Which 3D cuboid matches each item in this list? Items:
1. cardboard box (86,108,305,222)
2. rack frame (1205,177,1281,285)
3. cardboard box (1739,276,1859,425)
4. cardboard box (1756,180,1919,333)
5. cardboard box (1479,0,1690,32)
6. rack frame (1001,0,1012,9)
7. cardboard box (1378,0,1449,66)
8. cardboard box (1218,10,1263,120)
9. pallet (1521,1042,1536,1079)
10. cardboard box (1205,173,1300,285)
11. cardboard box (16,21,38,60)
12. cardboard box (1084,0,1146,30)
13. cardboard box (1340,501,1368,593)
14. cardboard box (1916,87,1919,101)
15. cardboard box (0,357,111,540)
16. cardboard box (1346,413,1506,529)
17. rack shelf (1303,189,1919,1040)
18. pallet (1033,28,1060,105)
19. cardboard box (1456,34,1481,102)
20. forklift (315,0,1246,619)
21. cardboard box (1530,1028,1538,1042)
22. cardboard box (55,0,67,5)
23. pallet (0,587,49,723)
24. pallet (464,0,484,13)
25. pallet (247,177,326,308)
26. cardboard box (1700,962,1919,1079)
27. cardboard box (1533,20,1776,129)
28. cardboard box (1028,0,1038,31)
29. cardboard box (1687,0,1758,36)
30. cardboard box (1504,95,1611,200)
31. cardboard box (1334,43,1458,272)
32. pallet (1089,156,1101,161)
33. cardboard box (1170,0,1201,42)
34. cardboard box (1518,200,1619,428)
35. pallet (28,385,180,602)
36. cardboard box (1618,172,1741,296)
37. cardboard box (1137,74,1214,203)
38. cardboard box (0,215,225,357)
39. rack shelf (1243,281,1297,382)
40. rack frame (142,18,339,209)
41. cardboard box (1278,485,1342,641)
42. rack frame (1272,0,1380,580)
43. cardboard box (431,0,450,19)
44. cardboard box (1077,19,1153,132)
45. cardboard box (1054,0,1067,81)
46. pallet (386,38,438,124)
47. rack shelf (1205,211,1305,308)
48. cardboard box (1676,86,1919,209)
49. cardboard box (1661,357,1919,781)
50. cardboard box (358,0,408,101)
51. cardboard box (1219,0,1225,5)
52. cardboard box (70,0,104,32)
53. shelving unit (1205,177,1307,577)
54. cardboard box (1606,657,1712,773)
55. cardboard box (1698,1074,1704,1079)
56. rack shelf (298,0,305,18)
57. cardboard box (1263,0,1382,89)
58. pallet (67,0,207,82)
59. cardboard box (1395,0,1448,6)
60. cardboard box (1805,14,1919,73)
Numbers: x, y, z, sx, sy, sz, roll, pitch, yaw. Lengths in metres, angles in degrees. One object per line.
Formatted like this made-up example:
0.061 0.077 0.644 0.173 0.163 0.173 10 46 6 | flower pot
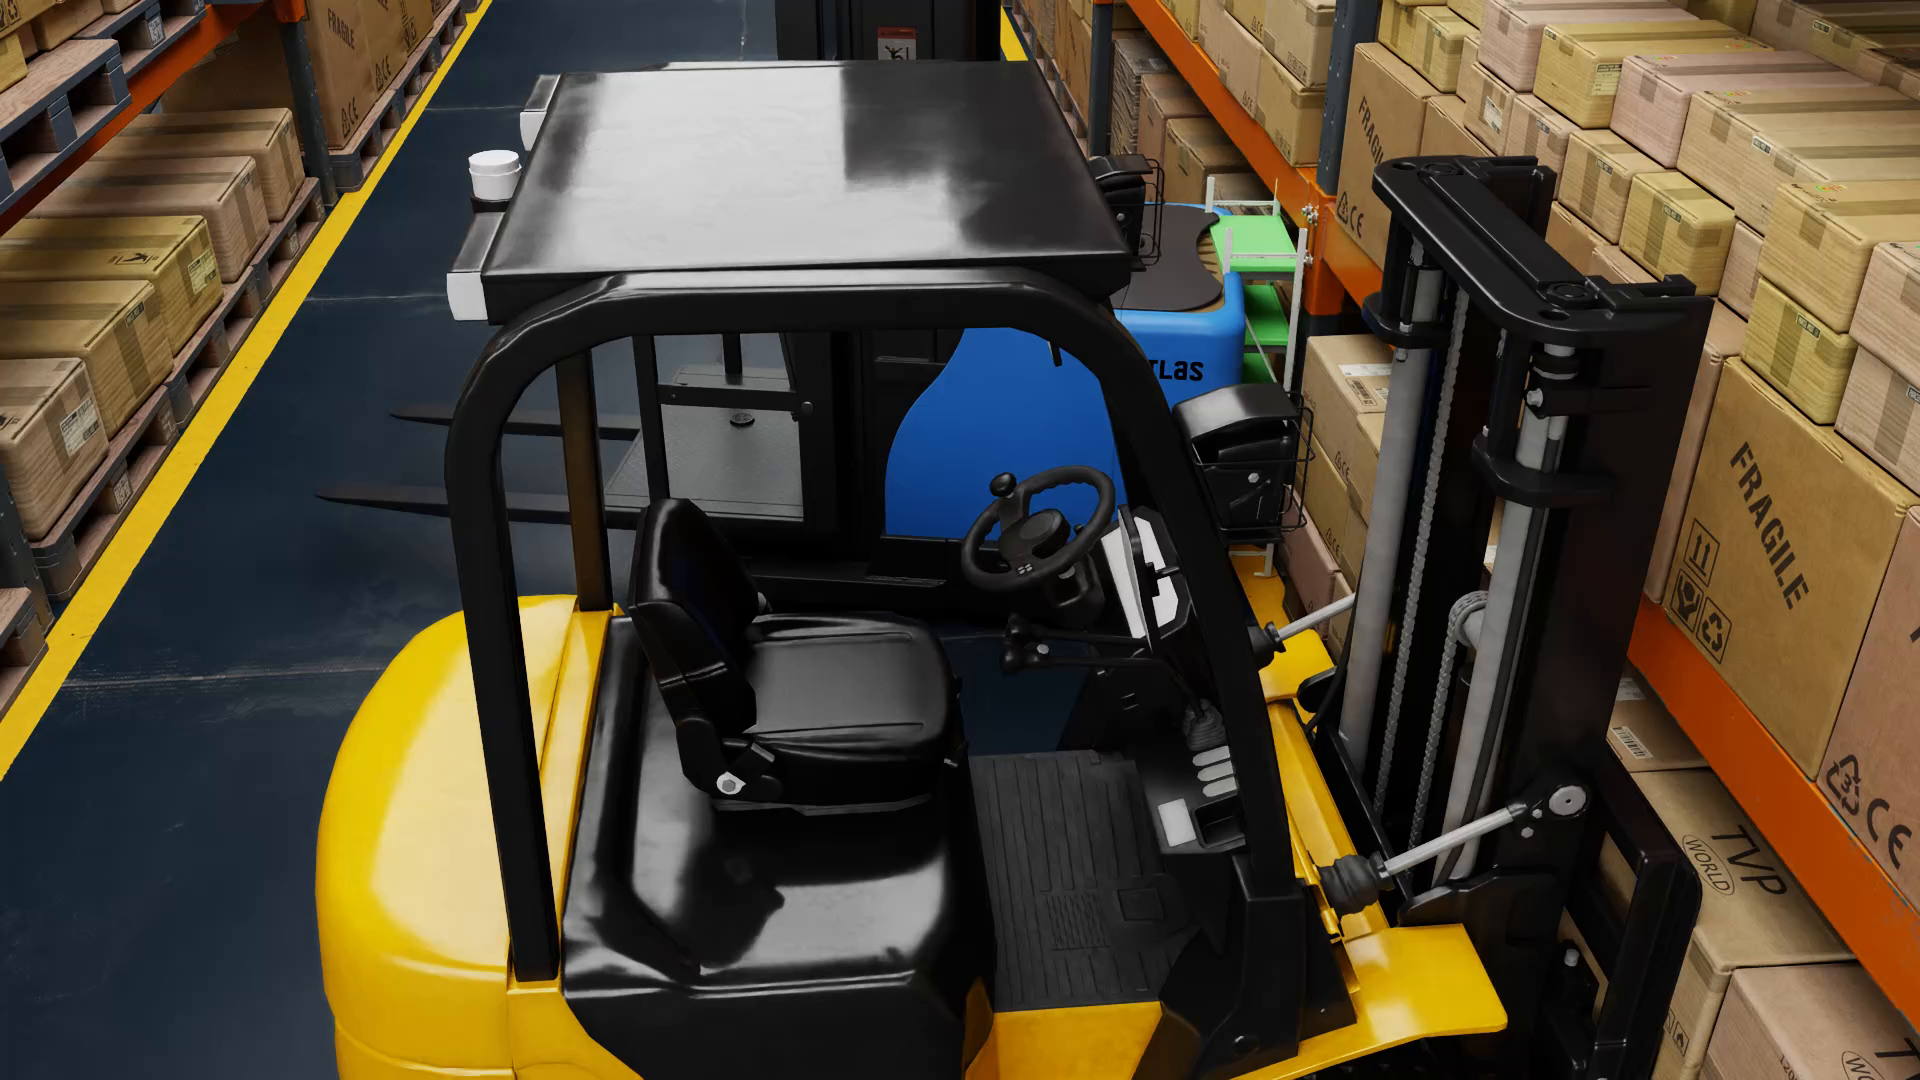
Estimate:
-3.711 -1.777 7.953 0.950 0.372 0.625 -5 31 -8 | cardboard box
0.921 -0.647 5.660 0.240 1.200 0.015 0 30 1 | rack frame
1.479 -0.308 2.610 0.380 0.149 0.250 -3 31 -4 | cardboard box
1.473 -0.438 2.538 0.380 0.149 0.250 -2 31 -4 | cardboard box
1.443 -1.225 3.855 0.380 0.149 0.250 -3 31 -6 | cardboard box
0.814 -5.296 11.691 1.000 3.000 0.127 -3 31 -5 | rack frame
1.329 -1.358 4.368 0.380 0.149 0.250 -3 31 -5 | cardboard box
1.201 -1.648 5.731 0.500 0.250 0.500 -3 31 -5 | cardboard box
1.711 1.018 3.840 1.003 0.211 1.213 -3 31 -5 | pallet
1.436 -1.035 6.463 0.875 0.625 0.625 -3 31 -5 | cardboard box
-3.235 -1.610 5.357 0.380 0.149 0.250 -1 31 -1 | cardboard box
0.889 -2.879 9.041 0.380 0.149 0.250 -4 31 -7 | cardboard box
1.348 0.093 4.454 0.500 0.250 0.500 -3 31 -5 | cardboard box
1.972 -0.726 3.020 0.380 0.149 0.250 -2 31 -3 | cardboard box
-3.432 -0.292 5.466 0.950 0.372 0.625 -2 31 -4 | cardboard box
1.332 -0.117 4.318 0.500 0.250 0.500 -3 31 -5 | cardboard box
1.748 0.118 3.328 1.077 0.370 4.000 -3 31 -5 | rack shelf
1.044 -3.061 10.669 1.003 0.211 1.213 -3 31 -5 | pallet
1.407 -1.094 3.926 0.380 0.149 0.250 -3 31 -5 | cardboard box
-0.621 -1.296 5.061 3.031 2.935 1.130 3 31 6 | forklift
1.431 0.832 3.704 0.500 0.250 0.500 -2 31 -3 | cardboard box
-3.219 -2.085 5.518 0.500 0.500 0.500 -3 31 -5 | cardboard box
-3.282 0.567 4.596 1.003 0.211 1.213 -3 31 -5 | pallet
-4.121 -4.251 12.661 1.003 0.211 1.213 -3 31 -5 | pallet
-3.683 -1.418 7.918 1.003 0.211 1.213 -3 31 -5 | pallet
1.528 0.921 2.580 0.500 0.250 0.500 -2 31 -4 | cardboard box
1.416 -0.957 3.407 0.380 0.149 0.250 -3 31 -5 | cardboard box
0.737 -3.619 10.912 0.500 0.500 0.500 -4 31 -6 | cardboard box
1.912 -1.247 3.893 0.380 0.149 0.250 -3 31 -5 | cardboard box
1.379 -0.830 3.485 0.380 0.149 0.250 -3 31 -5 | cardboard box
1.343 -1.015 4.427 0.500 0.500 0.500 -4 31 -6 | cardboard box
1.226 -1.634 8.280 1.003 0.211 1.213 -3 31 -5 | pallet
1.129 -2.166 6.598 0.500 0.250 0.500 -2 31 -3 | cardboard box
1.456 -0.492 3.551 0.500 0.500 0.500 -3 31 -5 | cardboard box
-3.455 -0.172 5.832 1.003 0.211 1.213 -3 31 -5 | pallet
1.454 -0.567 3.044 0.380 0.149 0.250 -3 31 -6 | cardboard box
1.301 -1.762 7.681 0.875 0.625 0.625 -2 31 -3 | cardboard box
-3.569 -1.013 6.674 0.950 0.372 0.625 -2 31 -3 | cardboard box
0.916 -0.678 5.361 0.258 0.148 0.480 0 30 1 | rack shelf
-3.754 -3.014 7.871 1.000 3.000 0.127 -3 31 -5 | rack frame
1.277 0.052 5.010 0.500 0.250 0.500 -2 31 -4 | cardboard box
1.561 -1.211 4.853 1.000 3.000 0.127 -3 31 -5 | rack frame
-3.990 -4.012 11.203 0.875 0.875 0.875 -2 31 -3 | cardboard box
0.934 -2.566 9.150 0.500 0.500 0.500 -2 31 -3 | cardboard box
0.846 -3.090 10.025 0.500 0.500 0.500 -1 31 -2 | cardboard box
-3.864 -2.844 10.306 1.003 0.211 1.213 -3 31 -5 | pallet
0.916 -0.886 5.241 0.258 0.148 0.480 0 30 1 | rack shelf
1.536 -0.703 2.982 0.380 0.149 0.250 -3 31 -4 | cardboard box
1.540 0.022 2.690 0.500 0.500 0.500 -3 31 -6 | cardboard box
-3.815 -3.094 9.668 0.875 0.875 0.875 -2 31 -4 | cardboard box
1.164 -2.124 6.039 0.500 0.250 0.500 -2 31 -4 | cardboard box
-3.238 -1.870 5.791 0.380 0.149 0.250 -3 31 -4 | cardboard box
0.916 -0.525 5.449 0.258 1.200 0.503 0 30 1 | shelving unit
1.431 0.405 3.444 0.500 0.250 0.500 -3 31 -6 | cardboard box
1.542 1.126 2.724 0.500 0.250 0.500 -3 31 -5 | cardboard box
-3.941 -3.726 9.765 1.077 0.370 4.000 -3 31 -5 | rack shelf
1.261 -1.600 5.163 0.500 0.250 0.500 -3 31 -6 | cardboard box
-3.528 -1.923 6.231 1.003 0.211 1.213 -3 31 -5 | pallet
1.296 -1.484 4.289 0.380 0.149 0.250 -2 31 -4 | cardboard box
2.002 -0.989 3.461 0.380 0.149 0.250 -3 31 -5 | cardboard box
